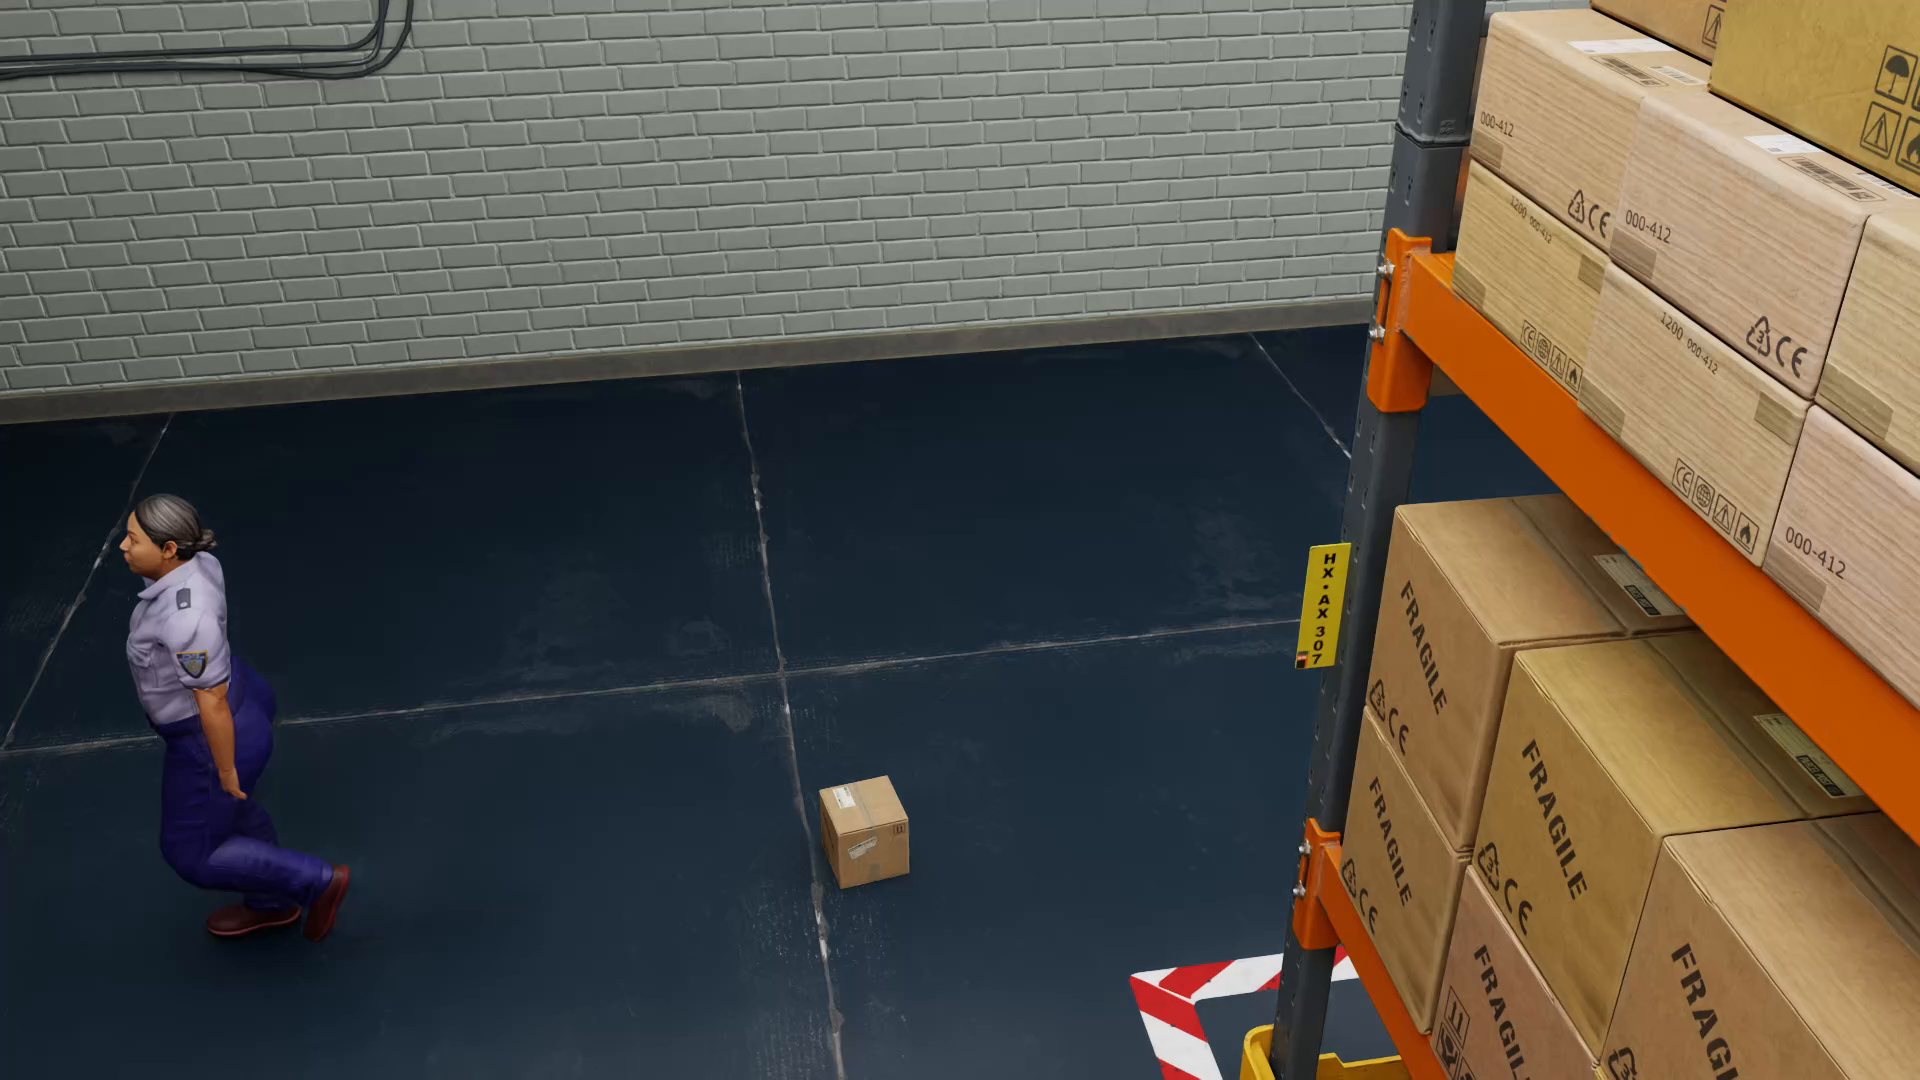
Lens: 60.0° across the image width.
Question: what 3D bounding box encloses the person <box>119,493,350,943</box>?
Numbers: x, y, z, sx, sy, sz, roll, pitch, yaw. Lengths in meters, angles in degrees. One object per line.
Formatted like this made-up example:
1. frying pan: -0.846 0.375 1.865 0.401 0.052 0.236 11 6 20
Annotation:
1. person: -2.258 0.591 5.128 0.481 1.620 0.472 -9 32 -15
